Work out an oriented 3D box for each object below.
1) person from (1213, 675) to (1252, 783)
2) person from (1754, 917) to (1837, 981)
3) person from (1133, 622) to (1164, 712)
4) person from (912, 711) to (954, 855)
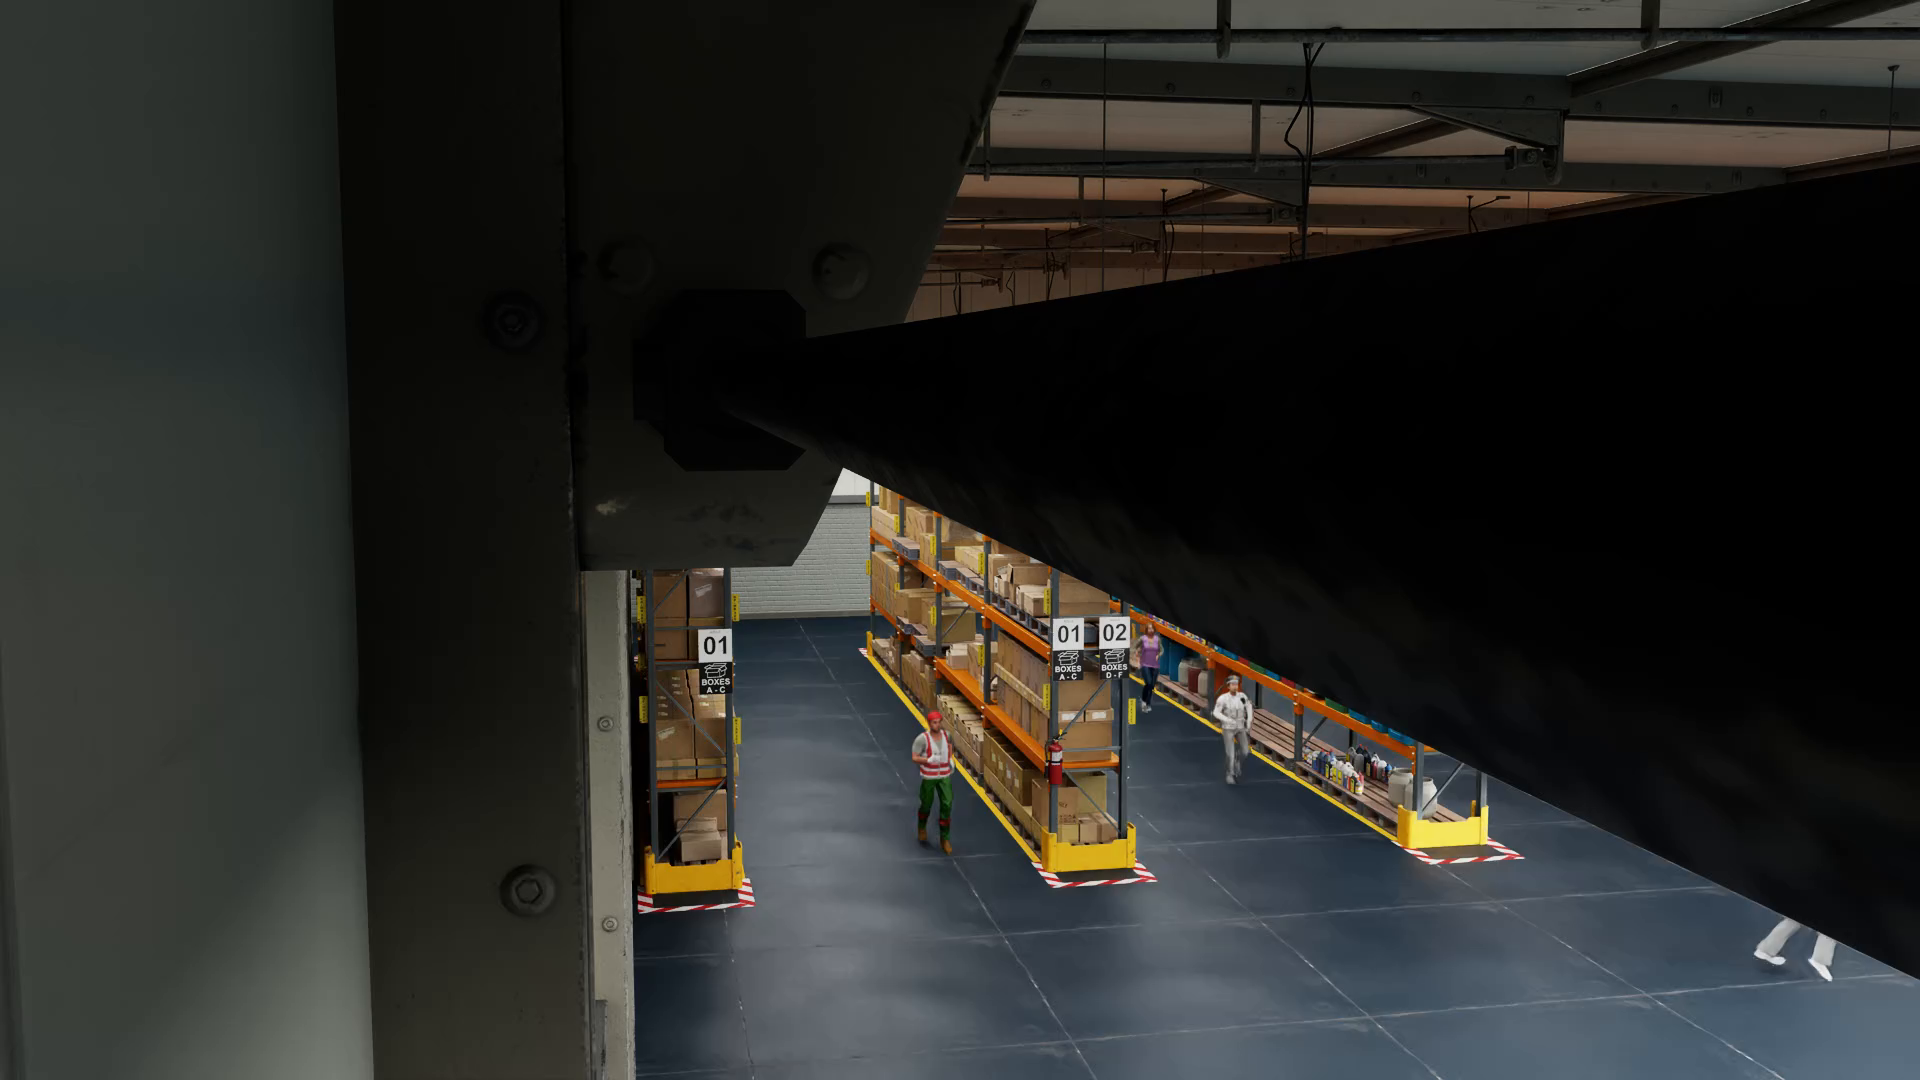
[{"bbox_3d":[4.169,2.872,25.202,0.668,1.668,0.526,-1,6,-10],"label":"person"},{"bbox_3d":[8.740,3.710,17.334,0.787,1.707,0.545,2,6,17],"label":"person"},{"bbox_3d":[3.310,2.226,29.013,0.521,1.585,0.596,-1,6,-8],"label":"person"},{"bbox_3d":[-0.351,3.146,21.875,0.662,1.846,0.836,-2,6,-20],"label":"person"}]
